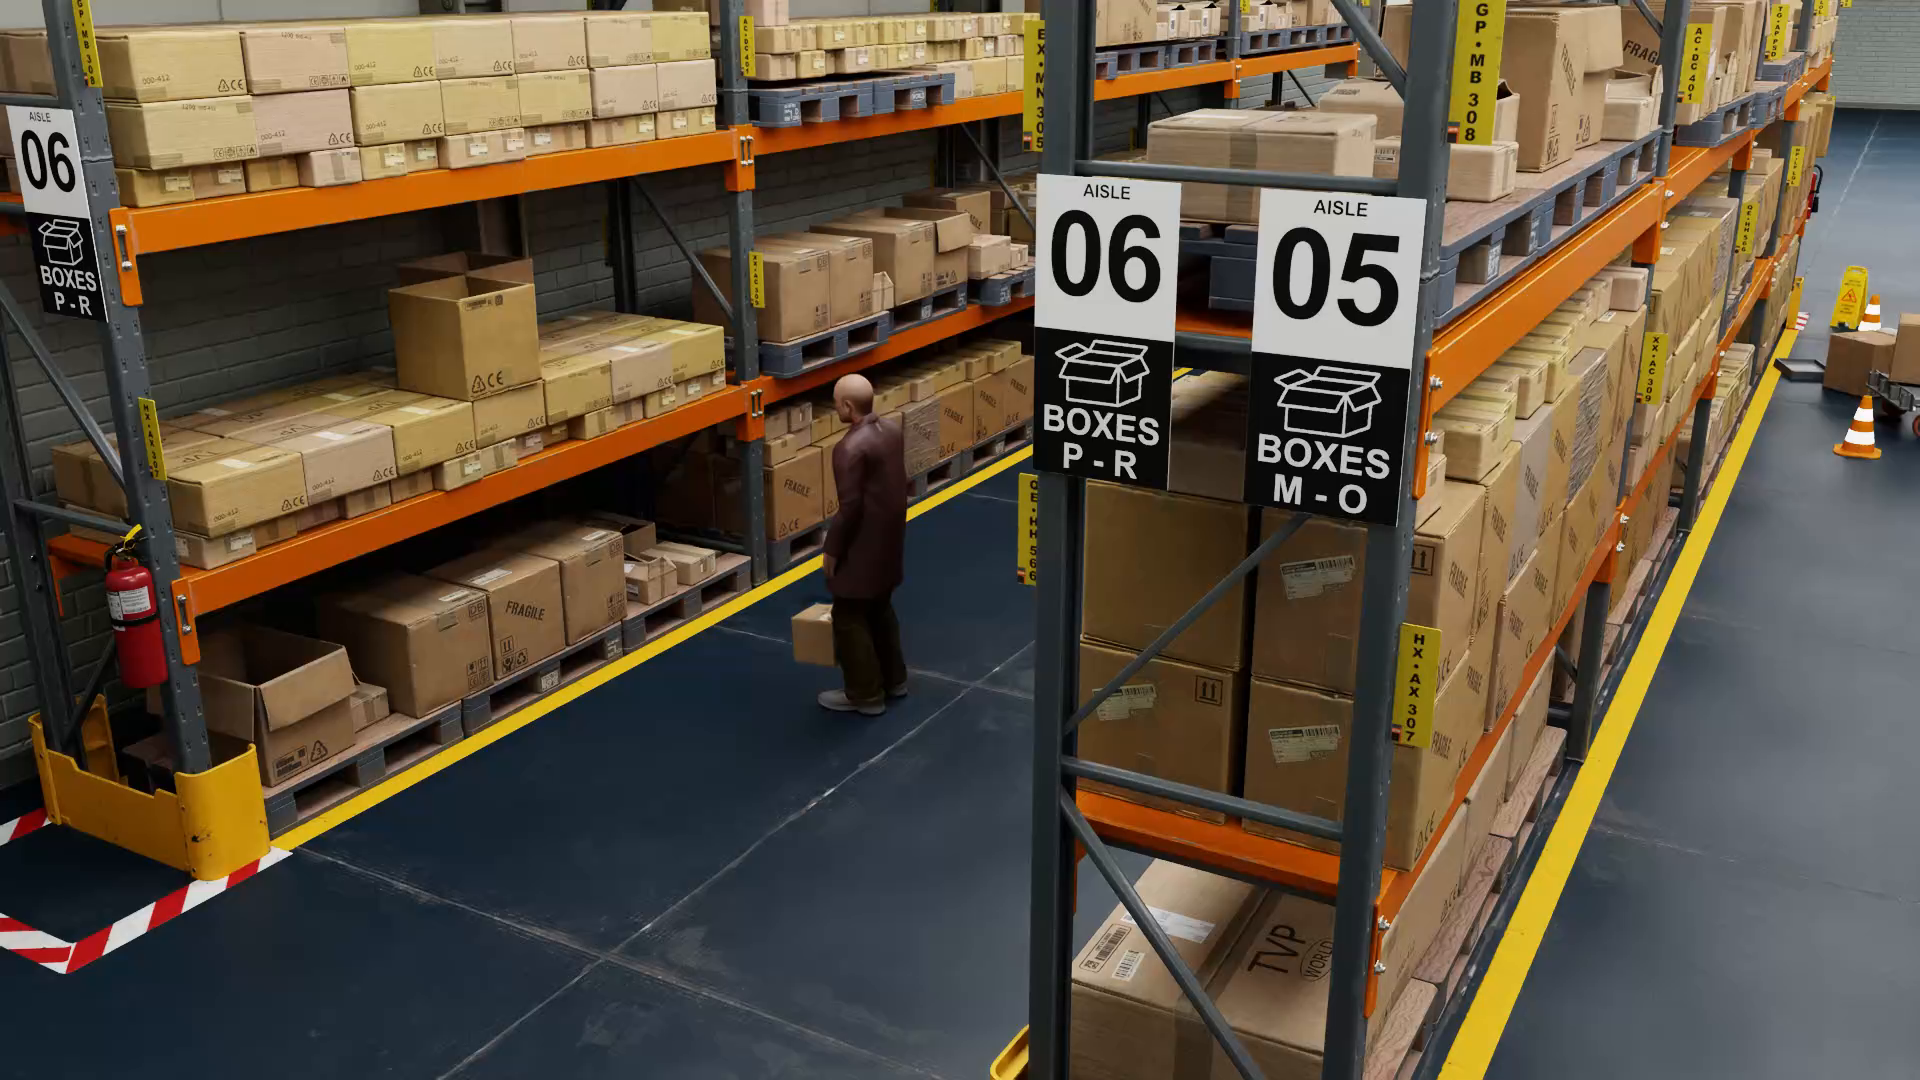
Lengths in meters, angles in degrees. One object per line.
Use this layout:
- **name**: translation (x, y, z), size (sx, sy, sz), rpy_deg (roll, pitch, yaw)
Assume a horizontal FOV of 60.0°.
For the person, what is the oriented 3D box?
- **person**: translation (-0.492, 0.018, 8.534), size (0.425, 1.775, 0.601), rpy_deg (10, 21, 26)
